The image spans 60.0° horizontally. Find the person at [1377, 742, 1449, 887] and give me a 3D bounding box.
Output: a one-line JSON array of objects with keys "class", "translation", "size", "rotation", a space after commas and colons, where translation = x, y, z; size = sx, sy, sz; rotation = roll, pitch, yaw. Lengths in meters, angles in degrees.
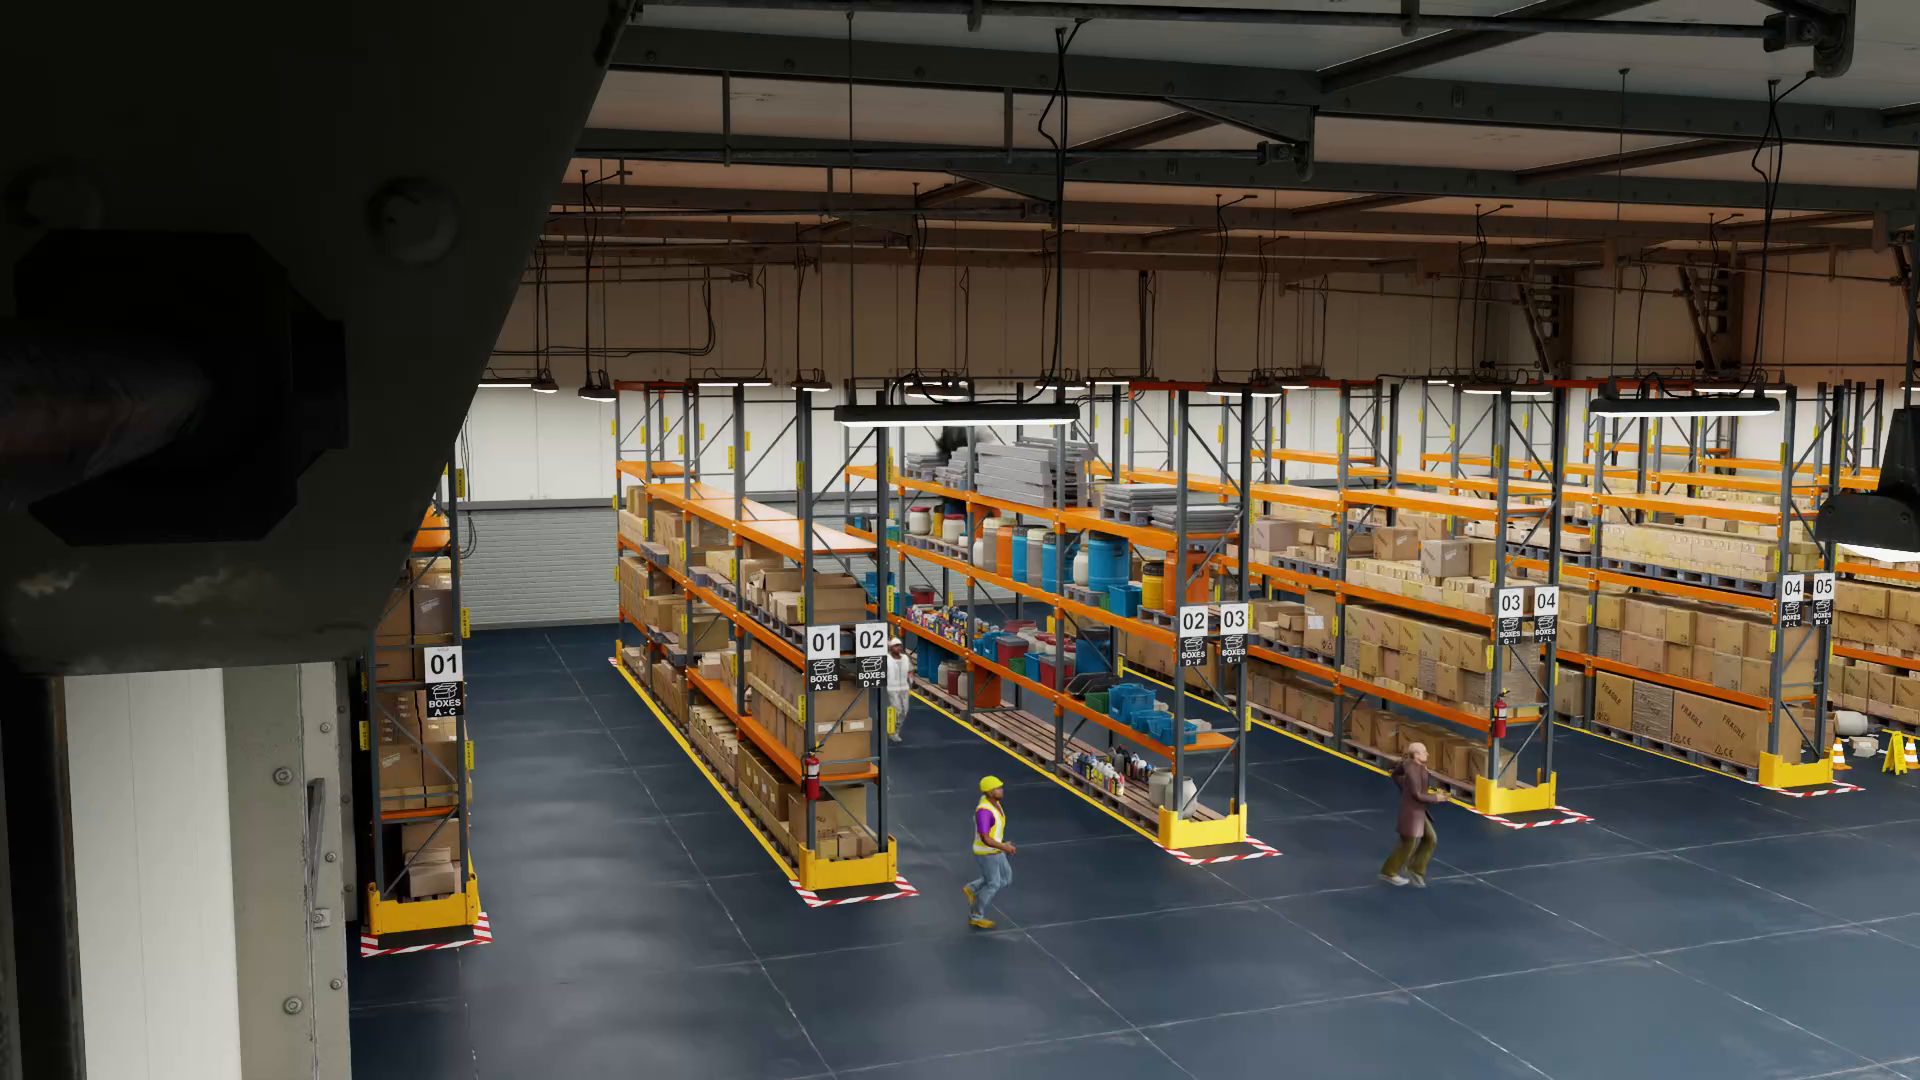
[{"class": "person", "translation": [5.484, 3.353, 20.098], "size": [0.809, 1.860, 0.728], "rotation": [2, 6, 16]}]

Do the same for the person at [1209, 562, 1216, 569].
[{"class": "person", "translation": [5.849, 1.387, 38.971], "size": [0.714, 1.771, 0.754], "rotation": [0, 6, 2]}]

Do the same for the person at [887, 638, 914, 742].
[{"class": "person", "translation": [-1.033, 2.500, 27.583], "size": [0.670, 1.735, 0.604], "rotation": [-4, 7, -31]}]

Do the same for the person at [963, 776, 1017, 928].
[{"class": "person", "translation": [0.347, 3.500, 18.778], "size": [0.644, 1.725, 0.737], "rotation": [1, 6, 9]}]
